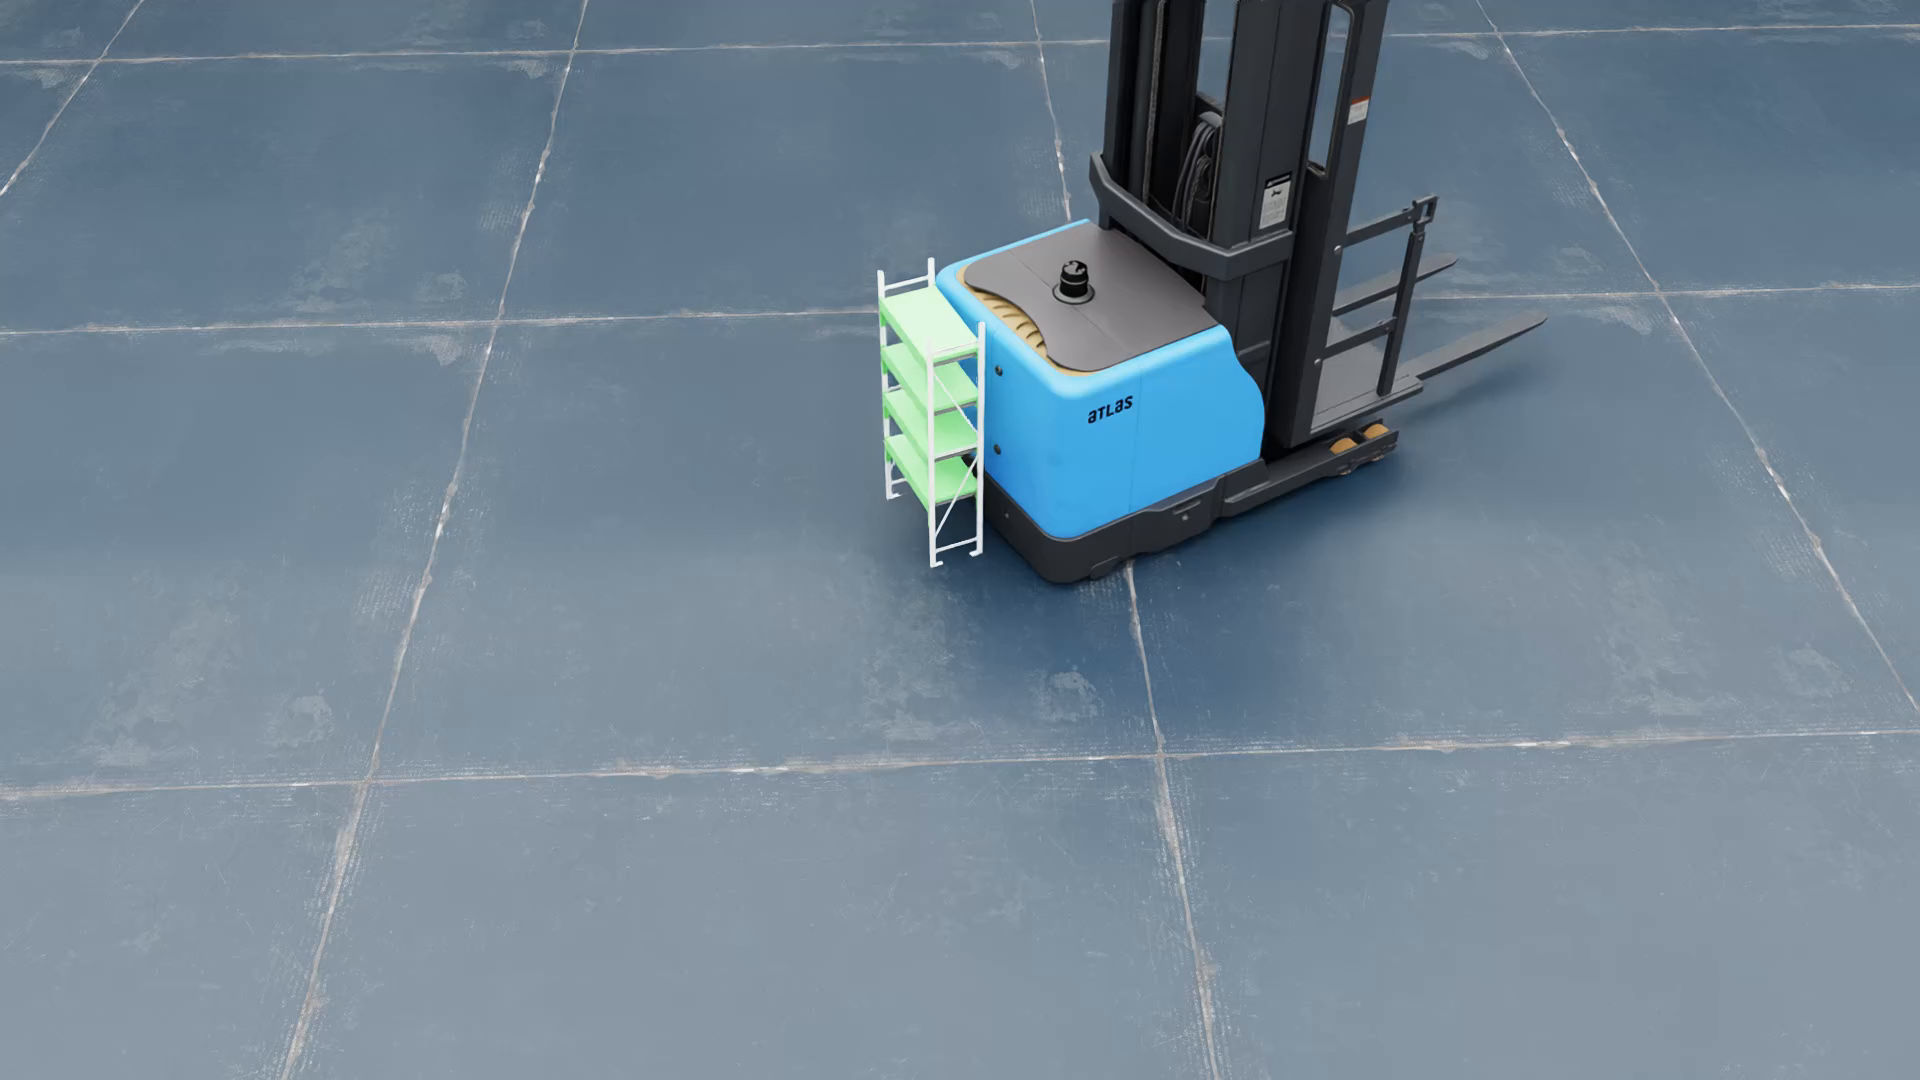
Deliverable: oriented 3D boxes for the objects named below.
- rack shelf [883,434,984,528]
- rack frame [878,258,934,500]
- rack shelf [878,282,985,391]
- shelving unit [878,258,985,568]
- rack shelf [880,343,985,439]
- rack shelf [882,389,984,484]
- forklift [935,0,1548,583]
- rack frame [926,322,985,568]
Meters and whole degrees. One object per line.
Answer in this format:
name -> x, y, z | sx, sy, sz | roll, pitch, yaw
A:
rack shelf -> -0.117, -0.286, 7.124 | 0.258, 0.148, 0.480 | -17, 45, -18
rack frame -> -0.217, -0.661, 7.083 | 0.240, 1.200, 0.015 | -17, 45, -18
rack shelf -> -0.117, -0.817, 6.637 | 0.258, 0.148, 0.480 | -17, 45, -18
shelving unit -> -0.117, -0.510, 6.919 | 0.258, 1.200, 0.503 | -17, 45, -18
rack shelf -> -0.117, -0.640, 6.800 | 0.258, 0.148, 0.480 | -17, 45, -18
rack shelf -> -0.117, -0.463, 6.962 | 0.258, 0.148, 0.480 | -17, 45, -18
forklift -> 1.407, -1.659, 6.891 | 3.031, 2.935, 1.130 | -23, 47, -23
rack frame -> -0.016, -0.360, 6.755 | 0.240, 1.200, 0.015 | -17, 45, -18
